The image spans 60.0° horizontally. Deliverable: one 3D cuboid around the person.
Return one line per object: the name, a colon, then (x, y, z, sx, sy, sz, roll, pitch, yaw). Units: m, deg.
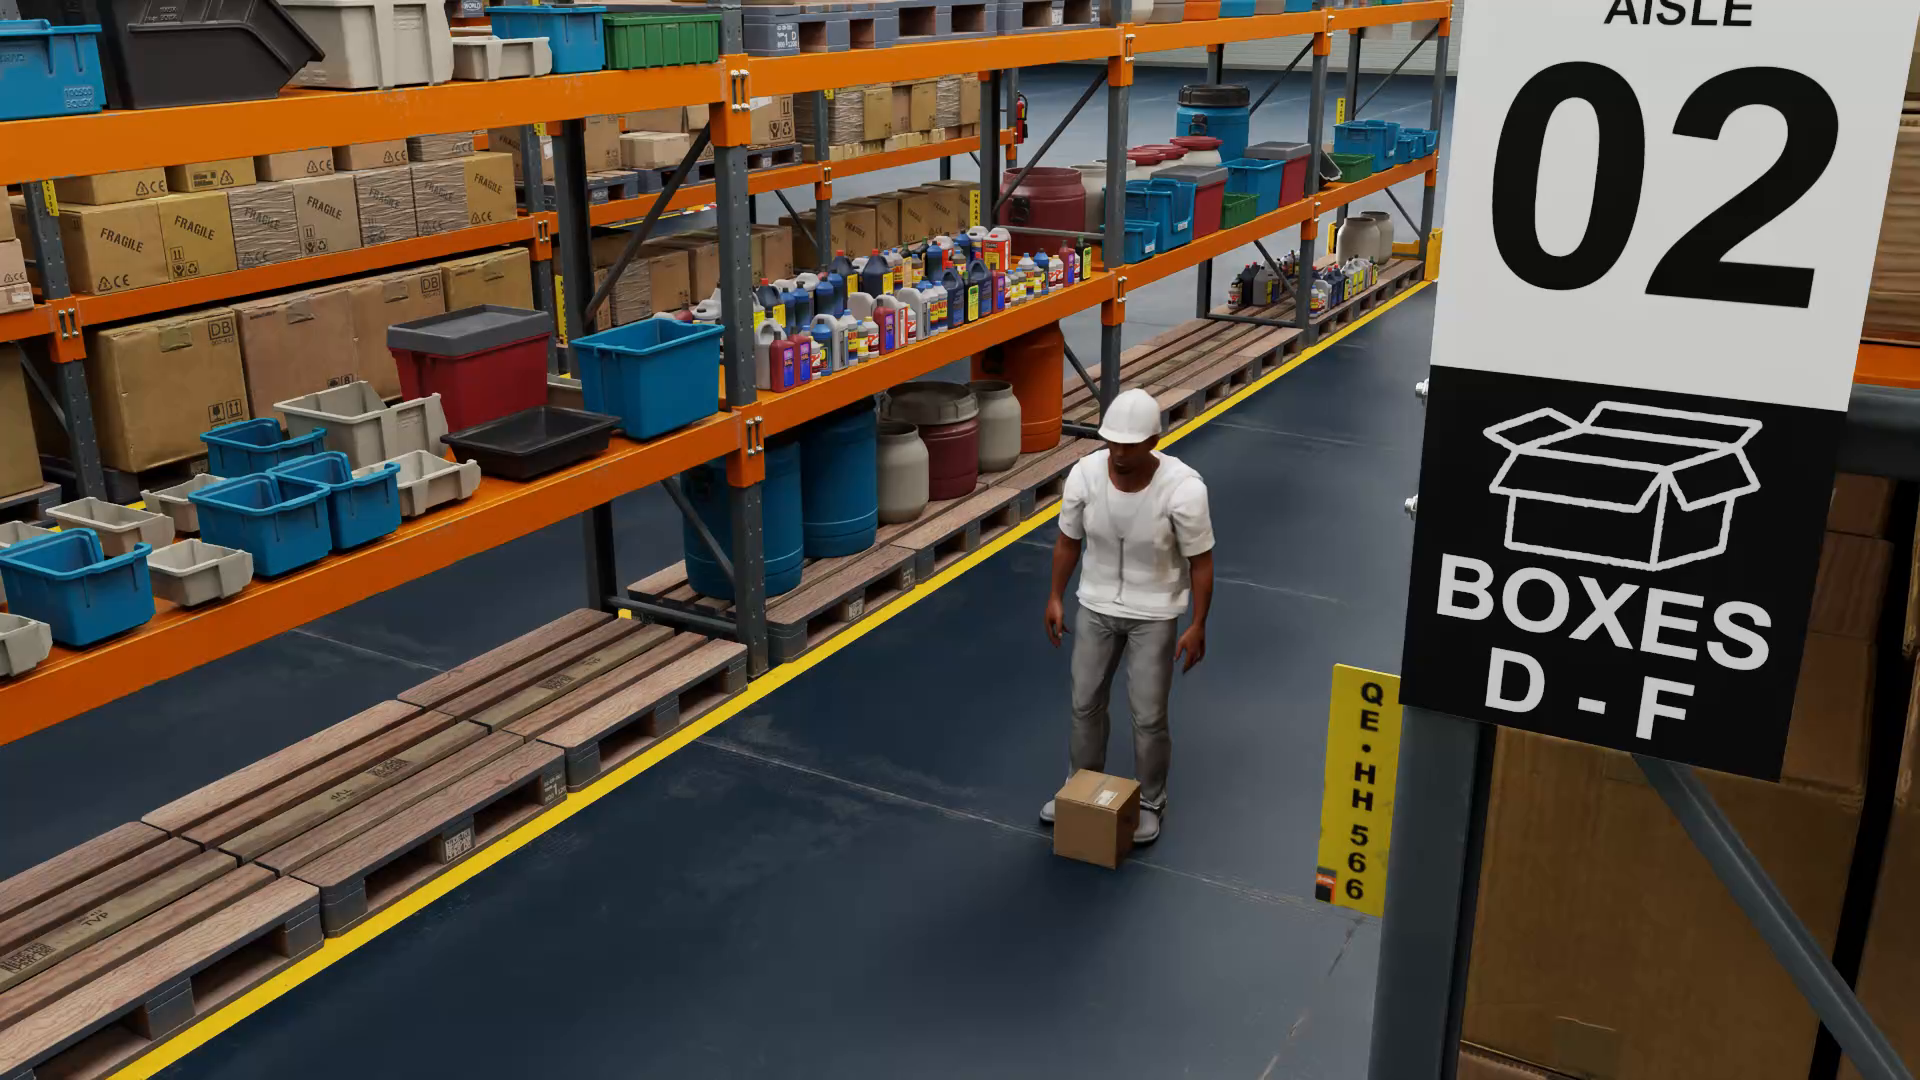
person: (0.624, 0.280, 6.246, 0.638, 1.757, 0.459, 10, 22, 26)
